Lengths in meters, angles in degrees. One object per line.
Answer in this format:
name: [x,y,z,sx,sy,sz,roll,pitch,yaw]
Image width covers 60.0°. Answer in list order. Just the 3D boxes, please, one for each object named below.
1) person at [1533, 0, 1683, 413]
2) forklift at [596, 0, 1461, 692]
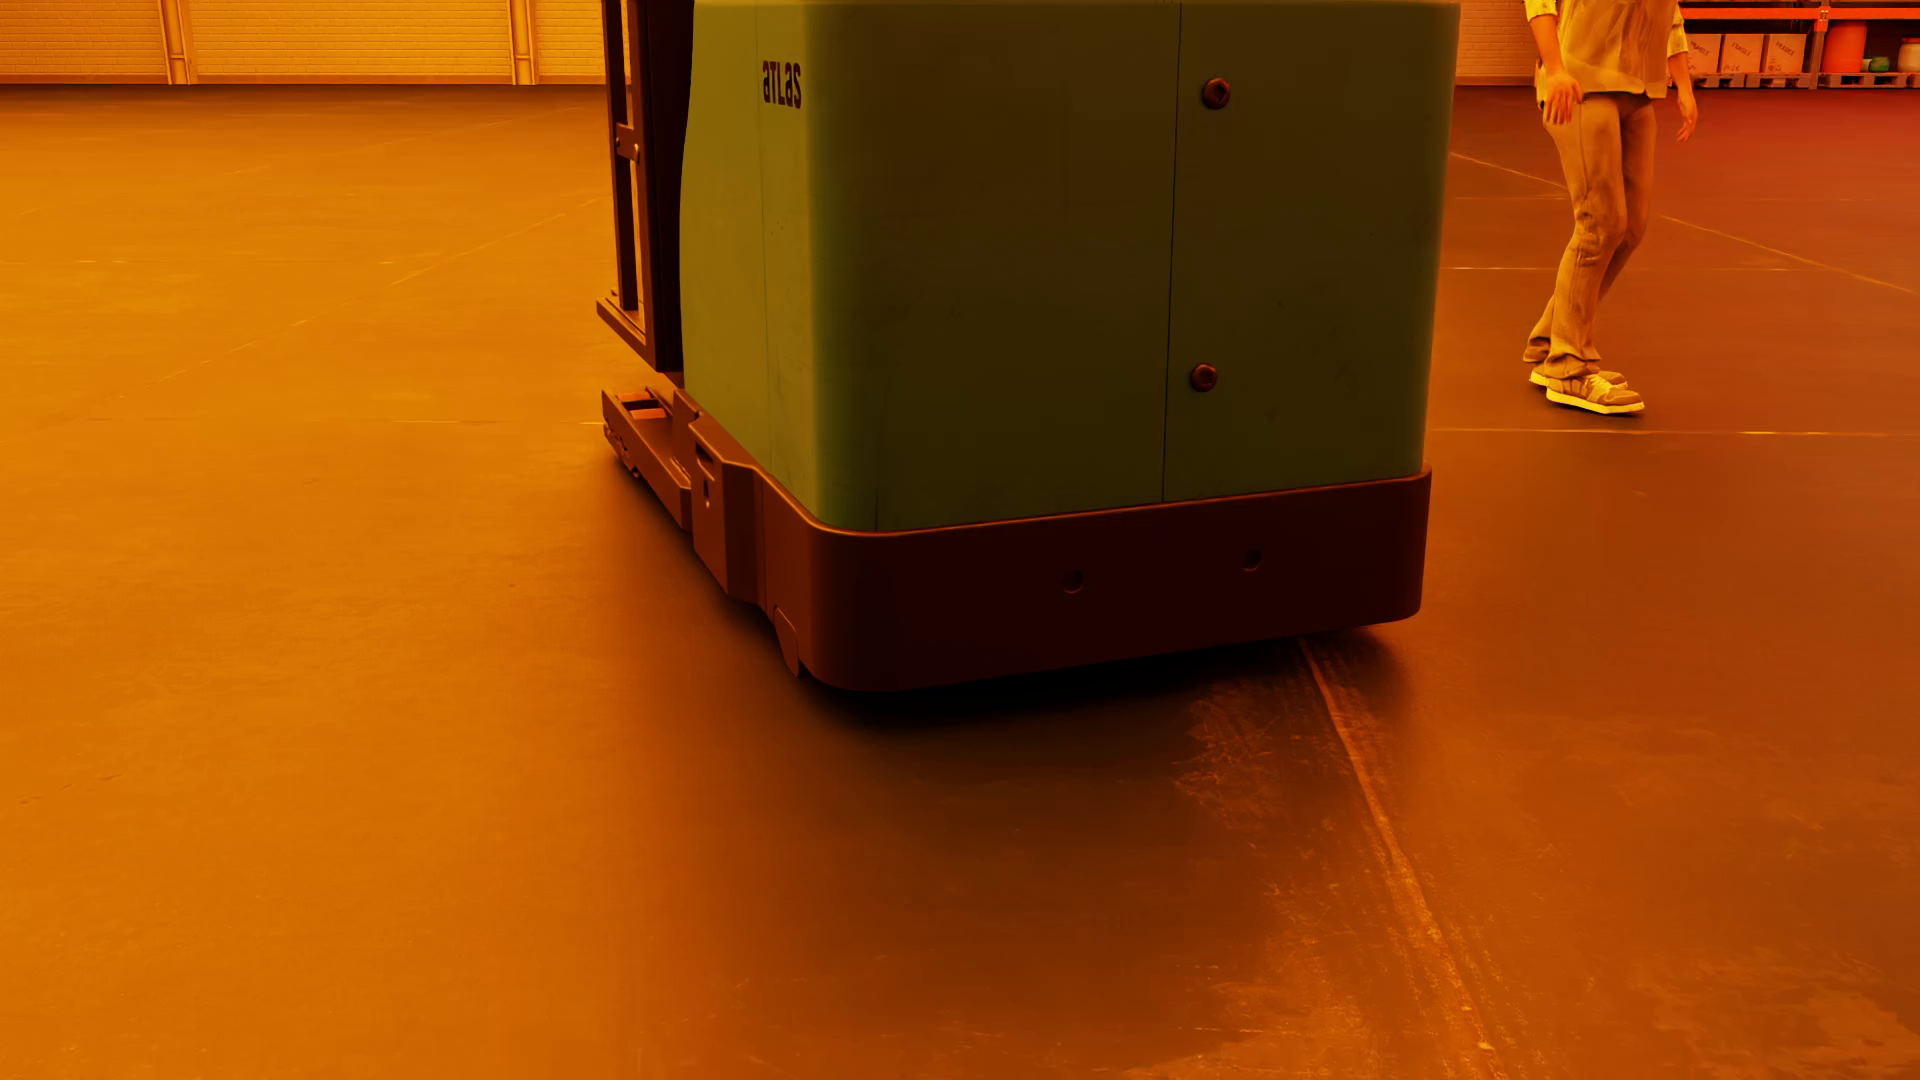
person: [1.754,-1.156,4.418,0.560,1.590,0.397,-14,22,-37]
forklift: [-0.220,-1.575,3.501,1.130,2.935,3.031,-6,18,-19]
